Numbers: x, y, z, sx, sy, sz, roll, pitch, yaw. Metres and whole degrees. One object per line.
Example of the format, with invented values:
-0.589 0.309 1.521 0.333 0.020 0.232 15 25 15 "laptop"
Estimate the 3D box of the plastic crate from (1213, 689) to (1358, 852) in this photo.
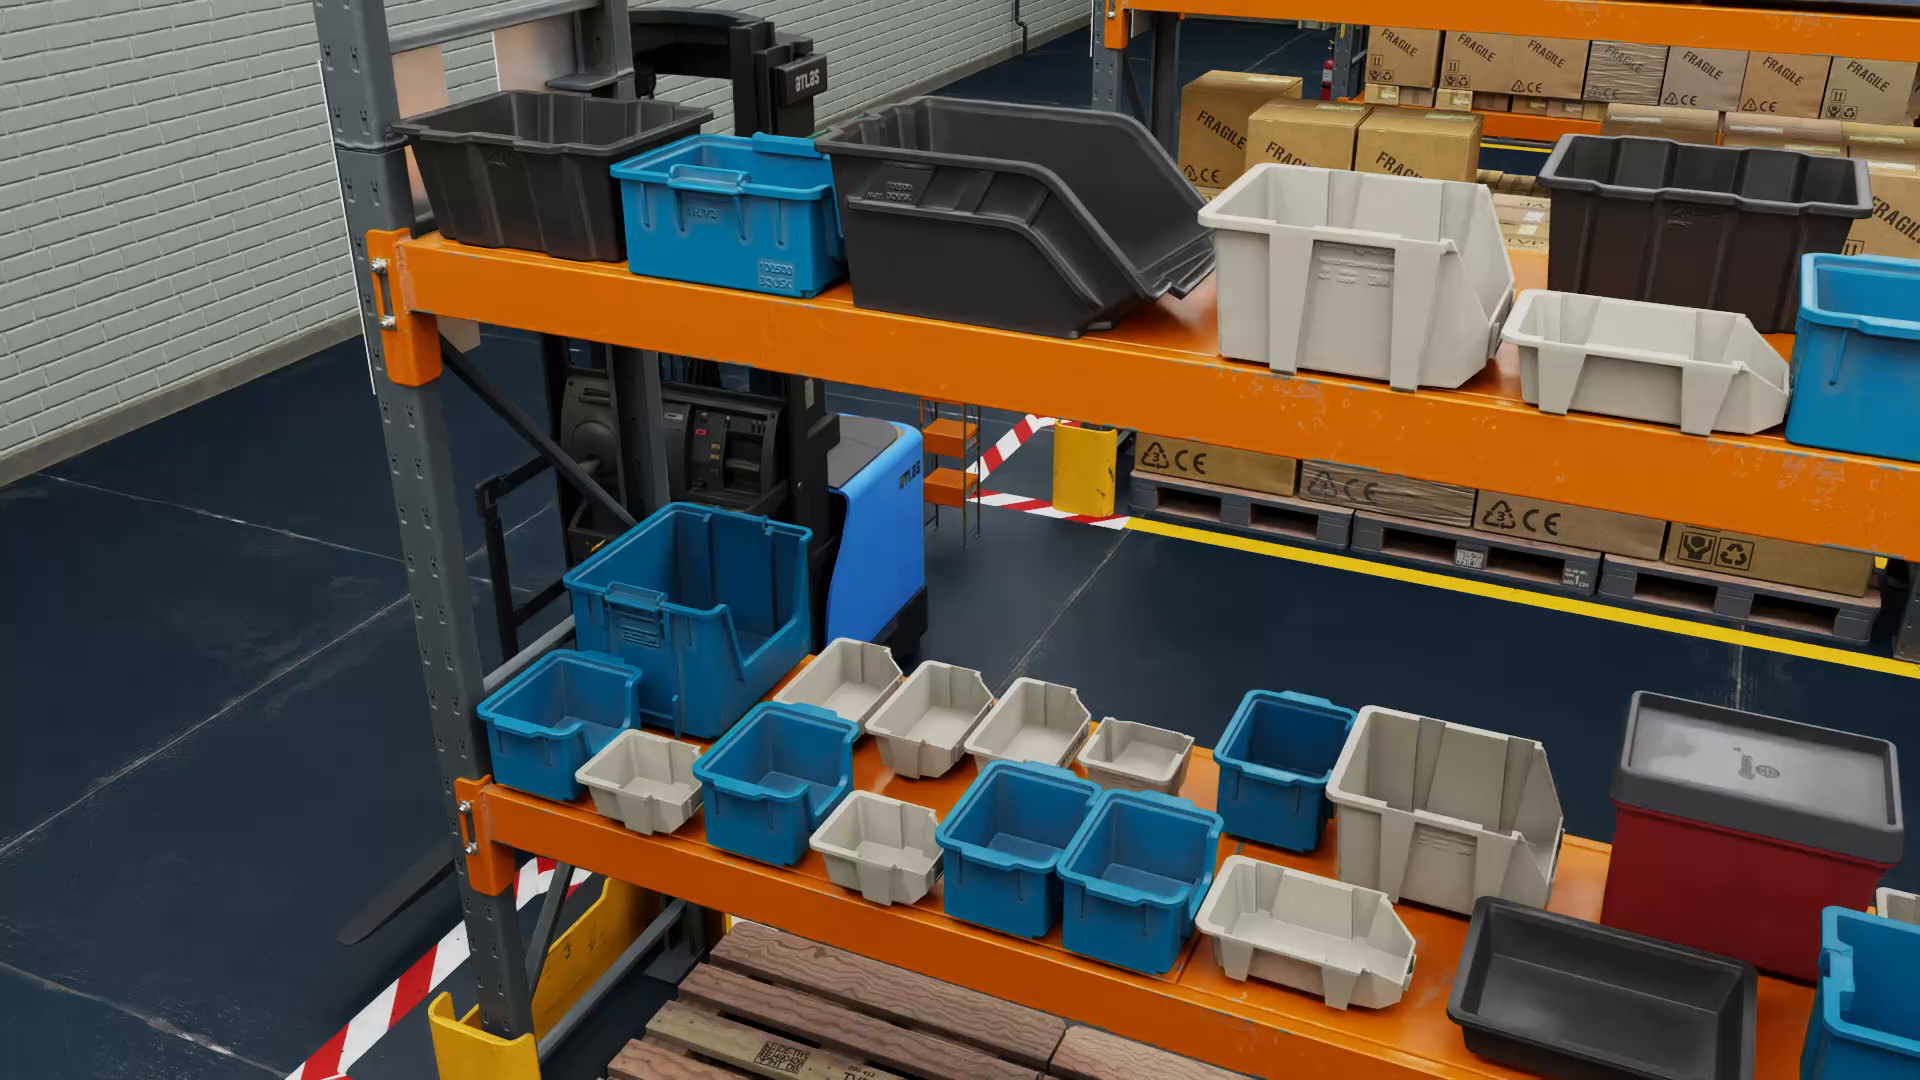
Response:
0.831 0.596 4.265 0.300 0.233 0.416 11 28 22 "plastic crate"

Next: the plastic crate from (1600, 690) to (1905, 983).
1.787 0.687 3.818 0.583 0.464 0.402 11 28 22 "plastic crate"

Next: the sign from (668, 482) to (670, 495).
-0.932 -0.022 5.213 0.005 0.325 0.100 11 28 22 "sign"

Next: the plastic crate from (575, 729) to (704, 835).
-0.799 0.637 4.292 0.298 0.136 0.250 11 28 22 "plastic crate"

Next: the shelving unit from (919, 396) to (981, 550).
-0.049 -0.481 8.538 0.252 1.050 0.215 11 28 22 "shelving unit"

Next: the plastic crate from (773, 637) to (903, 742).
-0.328 0.443 4.684 0.243 0.136 0.396 11 28 22 "plastic crate"

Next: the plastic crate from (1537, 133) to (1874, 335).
1.479 -0.617 3.360 0.590 0.269 0.497 11 28 22 "plastic crate"

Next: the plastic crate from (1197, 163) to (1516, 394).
0.745 -0.488 3.083 0.530 0.282 0.437 11 28 22 "plastic crate"

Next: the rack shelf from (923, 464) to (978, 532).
-0.049 -0.222 8.665 0.240 0.259 0.215 11 28 22 "rack shelf"

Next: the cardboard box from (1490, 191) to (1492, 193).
3.864 -2.536 12.584 0.250 0.149 0.380 11 28 22 "cardboard box"

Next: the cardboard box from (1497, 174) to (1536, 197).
4.340 -2.735 12.988 0.250 0.149 0.380 10 28 20 "cardboard box"

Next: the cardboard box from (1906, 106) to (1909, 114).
6.569 -3.031 11.795 0.250 0.149 0.380 12 29 24 "cardboard box"

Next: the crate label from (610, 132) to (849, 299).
-0.439 -0.705 3.558 0.502 0.251 0.408 11 28 22 "crate label"

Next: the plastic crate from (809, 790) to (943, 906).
-0.181 0.761 4.040 0.298 0.136 0.250 11 28 22 "plastic crate"

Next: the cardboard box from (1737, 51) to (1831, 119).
5.662 -3.209 11.422 0.500 0.500 0.500 11 28 20 "cardboard box"

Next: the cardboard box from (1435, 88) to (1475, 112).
3.681 -3.287 12.316 0.250 0.149 0.380 11 28 20 "cardboard box"

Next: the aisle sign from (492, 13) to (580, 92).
-1.089 -1.022 4.486 0.004 0.787 0.394 11 28 22 "aisle sign"

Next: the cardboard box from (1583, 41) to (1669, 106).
4.750 -3.404 11.818 0.500 0.500 0.500 11 28 20 "cardboard box"

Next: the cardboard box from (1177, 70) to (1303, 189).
1.458 -2.135 8.675 0.500 0.500 0.500 12 29 22 "cardboard box"

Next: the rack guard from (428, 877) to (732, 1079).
-1.172 1.398 5.345 0.348 0.500 1.175 11 28 22 "rack guard"

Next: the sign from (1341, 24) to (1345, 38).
2.826 -3.862 12.218 0.005 0.325 0.100 11 28 22 "sign"

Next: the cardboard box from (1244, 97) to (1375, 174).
1.686 -1.831 8.057 0.500 0.500 0.500 11 28 21 "cardboard box"

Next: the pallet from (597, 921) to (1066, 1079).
-0.410 1.693 5.072 1.213 0.211 1.003 11 28 22 "pallet"

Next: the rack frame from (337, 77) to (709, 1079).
-1.145 0.276 4.794 0.127 3.000 1.000 11 28 22 "rack frame"

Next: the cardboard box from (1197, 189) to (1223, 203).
1.231 -1.586 8.408 0.500 0.250 0.500 11 28 20 "cardboard box"

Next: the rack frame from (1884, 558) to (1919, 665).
4.547 -0.984 7.354 0.127 3.000 1.000 11 28 22 "rack frame"

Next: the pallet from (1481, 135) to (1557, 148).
5.768 -4.335 17.315 1.213 0.211 1.003 11 28 22 "pallet"

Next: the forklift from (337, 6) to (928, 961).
-1.185 -0.340 6.123 1.130 2.935 3.031 10 28 20 "forklift"

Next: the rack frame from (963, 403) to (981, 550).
0.062 -0.458 8.493 0.008 1.050 0.200 11 28 22 "rack frame"

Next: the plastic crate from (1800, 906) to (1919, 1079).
1.930 1.039 3.194 0.575 0.384 0.392 11 28 22 "plastic crate"

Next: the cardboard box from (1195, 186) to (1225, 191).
1.456 -1.800 8.843 0.500 0.250 0.500 11 28 21 "cardboard box"

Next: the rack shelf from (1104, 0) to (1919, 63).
2.726 -2.373 7.593 4.000 0.370 1.077 11 28 22 "rack shelf"

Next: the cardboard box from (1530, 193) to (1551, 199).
4.373 -2.469 12.448 0.250 0.149 0.380 13 29 24 "cardboard box"

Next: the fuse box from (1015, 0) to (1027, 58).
0.867 -6.962 20.954 0.414 1.711 0.539 11 28 22 "fuse box"

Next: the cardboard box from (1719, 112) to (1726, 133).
5.353 -2.977 11.684 0.250 0.149 0.380 10 28 20 "cardboard box"

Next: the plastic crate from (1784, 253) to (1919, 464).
1.536 -0.302 2.760 0.300 0.233 0.416 11 28 22 "plastic crate"

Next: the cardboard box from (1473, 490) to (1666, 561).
3.160 -0.537 8.375 0.875 0.875 0.875 11 28 22 "cardboard box"

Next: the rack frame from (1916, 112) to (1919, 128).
6.692 -2.960 11.367 0.127 3.000 1.000 11 28 22 "rack frame"

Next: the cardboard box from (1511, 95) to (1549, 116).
4.211 -3.236 12.210 0.250 0.149 0.380 11 28 21 "cardboard box"

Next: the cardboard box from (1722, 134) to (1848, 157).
3.563 -1.457 7.297 0.500 0.500 0.500 12 29 22 "cardboard box"

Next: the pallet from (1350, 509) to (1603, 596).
2.772 -0.126 8.768 1.213 0.211 1.003 11 28 22 "pallet"

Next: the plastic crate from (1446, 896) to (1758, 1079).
1.366 1.007 3.552 0.590 0.125 0.437 11 28 22 "plastic crate"

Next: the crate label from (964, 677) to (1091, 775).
0.194 0.543 4.481 0.243 0.136 0.396 11 28 22 "crate label"

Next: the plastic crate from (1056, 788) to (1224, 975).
0.415 0.797 3.857 0.300 0.233 0.416 11 28 22 "plastic crate"

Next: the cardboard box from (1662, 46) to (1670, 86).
4.948 -3.611 12.238 0.500 0.500 0.500 13 29 24 "cardboard box"

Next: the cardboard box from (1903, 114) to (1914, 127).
6.335 -2.806 11.337 0.250 0.149 0.380 11 28 21 "cardboard box"

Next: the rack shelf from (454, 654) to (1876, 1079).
0.676 0.964 4.210 4.000 0.370 1.077 11 28 22 "rack shelf"

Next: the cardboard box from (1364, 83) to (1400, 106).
3.210 -3.388 12.520 0.250 0.149 0.380 11 28 21 "cardboard box"

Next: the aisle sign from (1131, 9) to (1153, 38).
0.964 -3.016 8.537 0.004 0.787 0.394 11 28 22 "aisle sign"

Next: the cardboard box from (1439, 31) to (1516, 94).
3.843 -3.589 12.194 0.500 0.500 0.500 11 28 22 "cardboard box"

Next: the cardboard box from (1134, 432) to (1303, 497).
1.521 -0.866 9.043 0.875 0.875 0.875 11 28 22 "cardboard box"

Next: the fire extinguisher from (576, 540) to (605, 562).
-1.094 0.267 5.321 0.183 0.674 0.296 11 28 22 "fire extinguisher"

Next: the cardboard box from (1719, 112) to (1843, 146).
3.771 -1.671 7.731 0.500 0.500 0.500 11 28 22 "cardboard box"

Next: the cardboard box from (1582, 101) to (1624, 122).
4.651 -3.123 11.982 0.250 0.149 0.380 12 29 24 "cardboard box"
